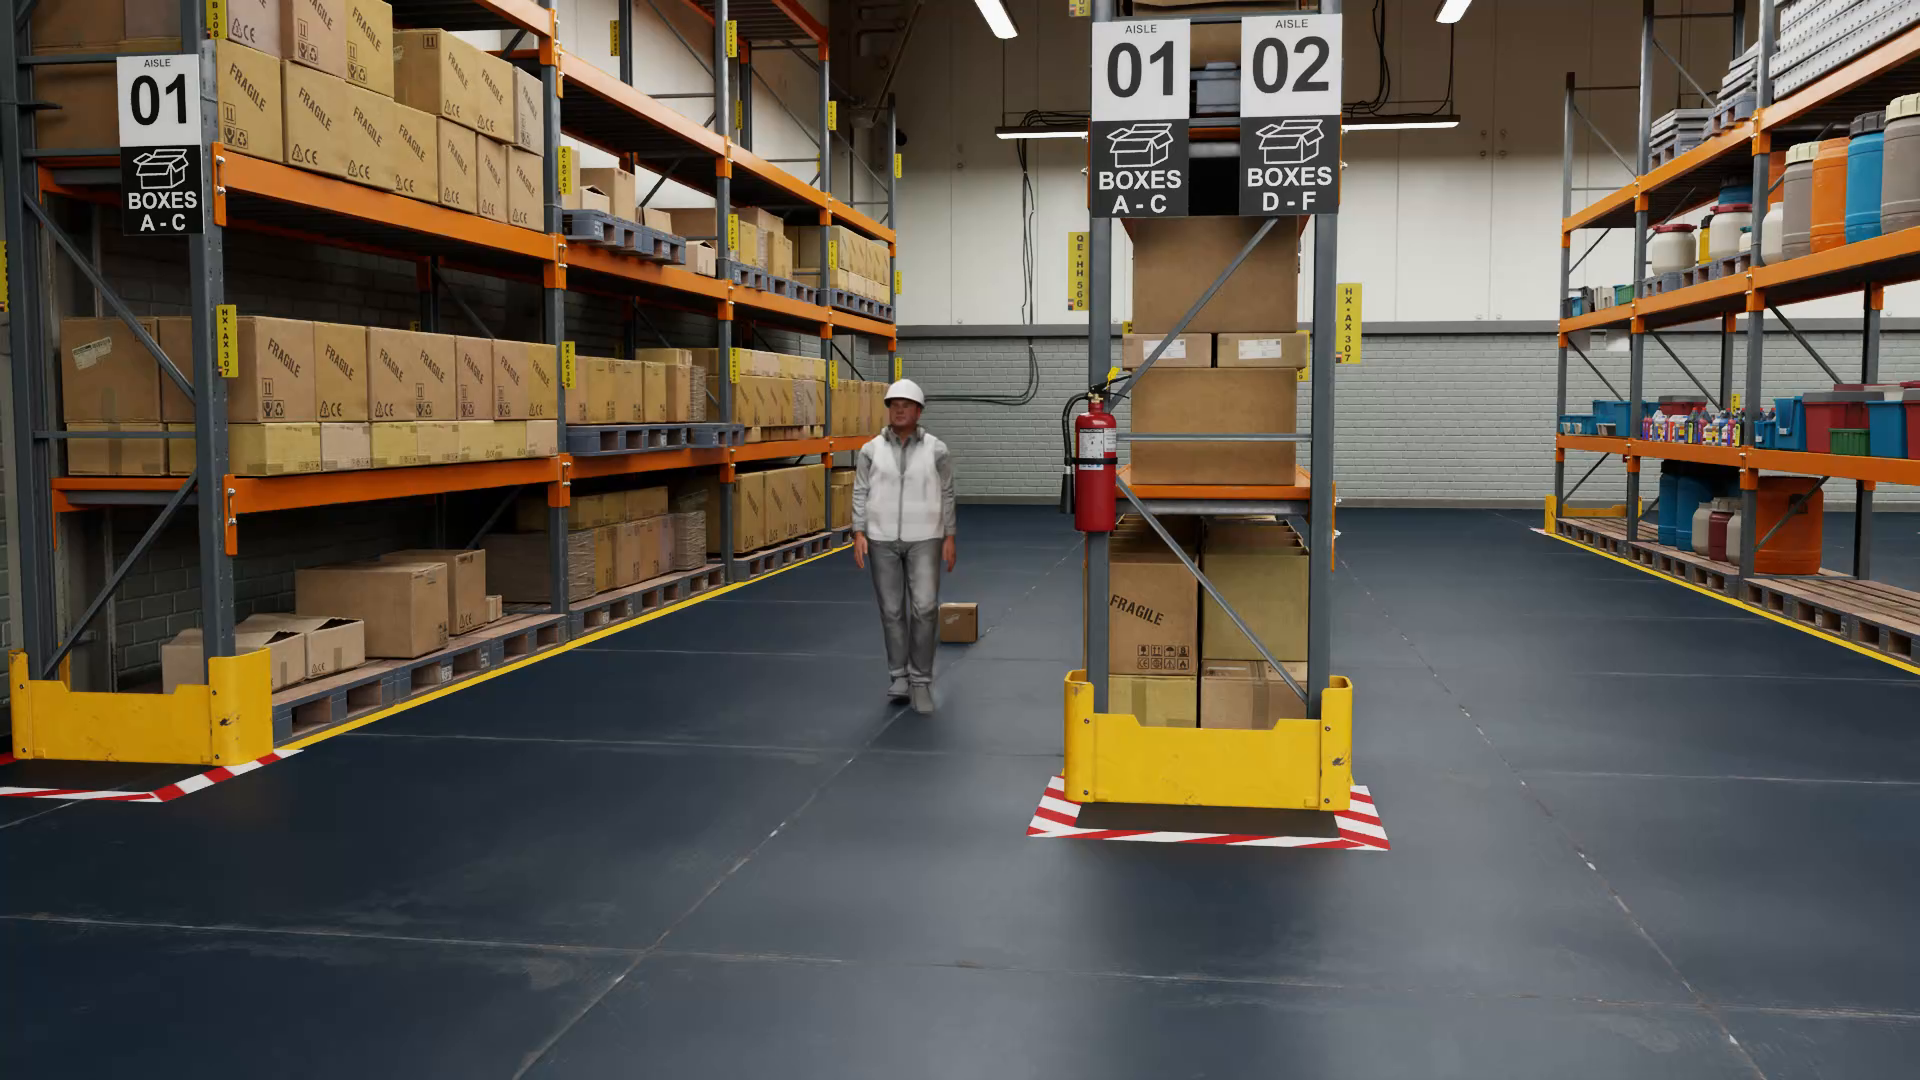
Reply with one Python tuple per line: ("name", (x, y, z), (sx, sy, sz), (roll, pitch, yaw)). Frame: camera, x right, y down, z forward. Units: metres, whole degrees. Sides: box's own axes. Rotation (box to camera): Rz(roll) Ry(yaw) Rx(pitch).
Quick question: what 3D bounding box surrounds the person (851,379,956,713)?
("person", (-0.314, 0.040, 9.141), (0.570, 1.842, 0.553), (0, 4, 5))
